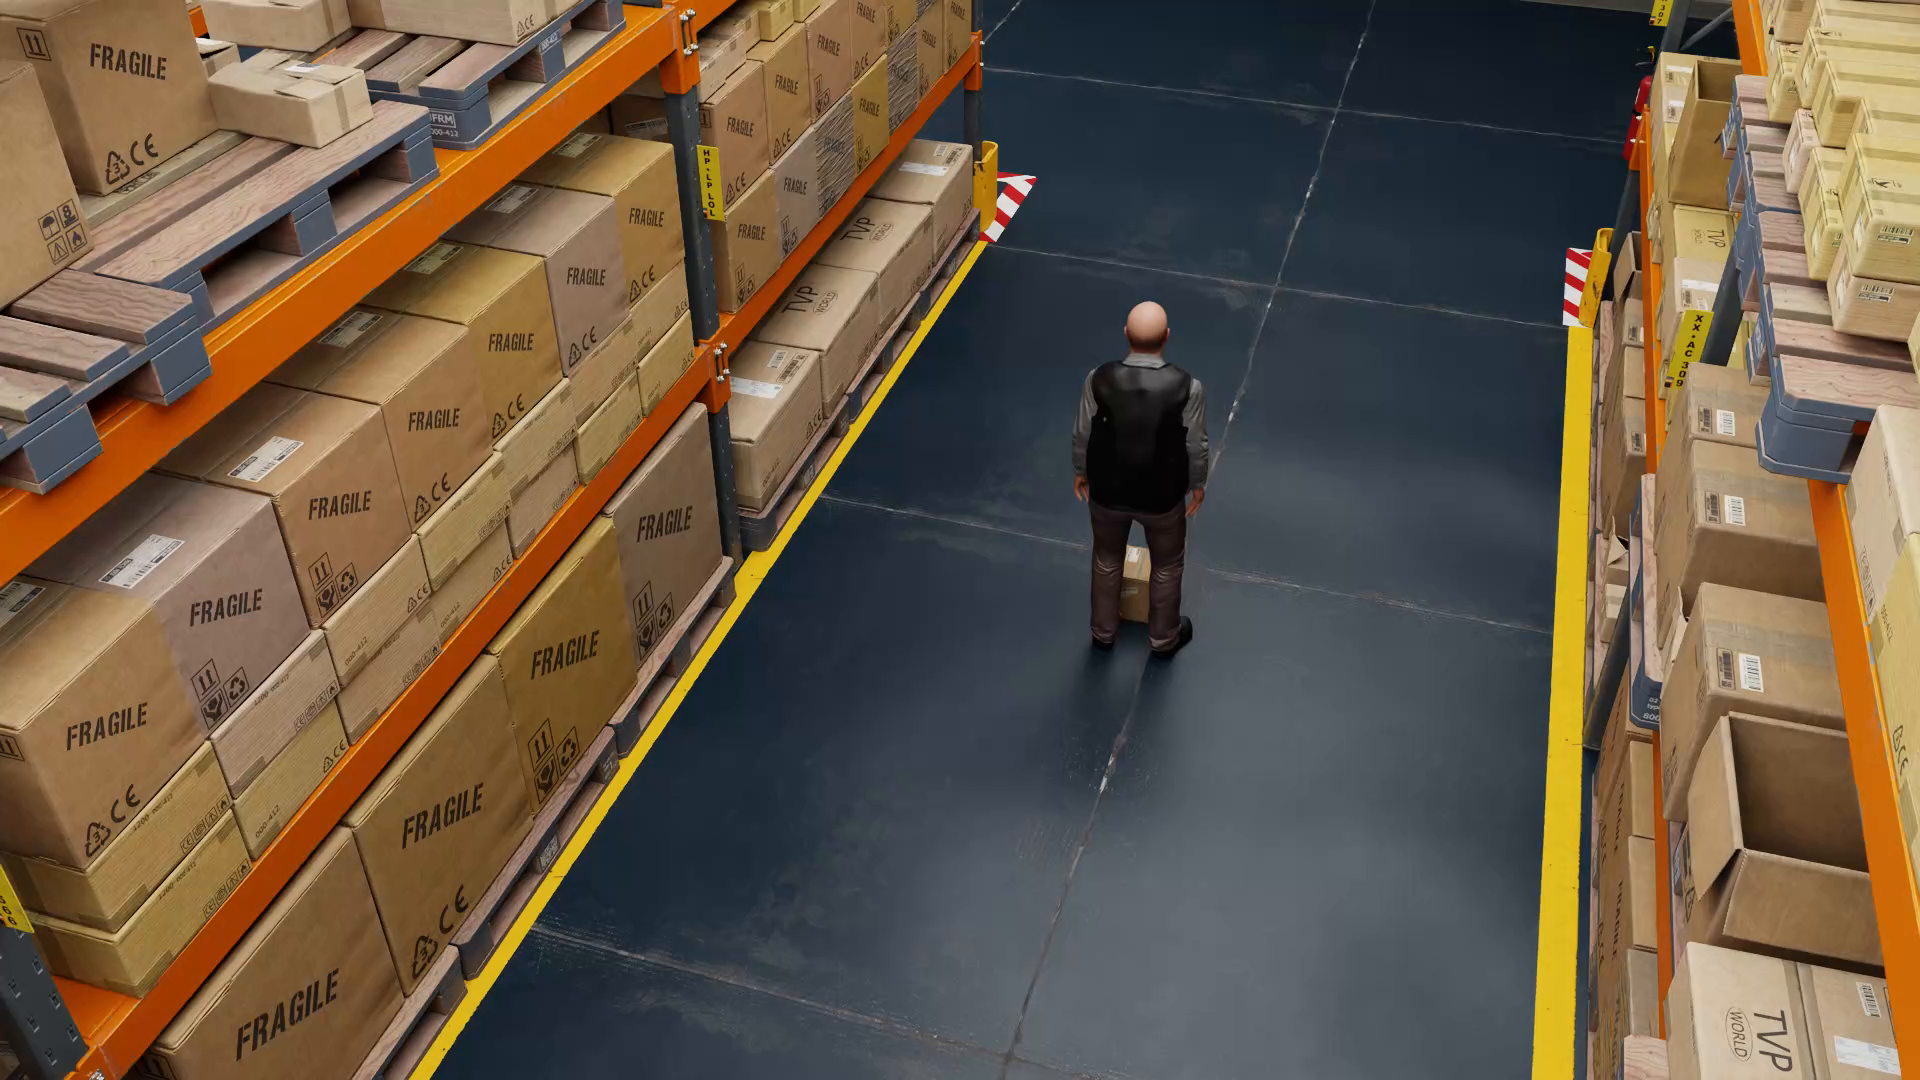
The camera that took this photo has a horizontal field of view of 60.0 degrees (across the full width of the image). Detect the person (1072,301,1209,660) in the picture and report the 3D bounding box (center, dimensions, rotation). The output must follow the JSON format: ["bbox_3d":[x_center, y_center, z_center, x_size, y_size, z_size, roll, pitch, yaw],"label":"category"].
[{"bbox_3d":[0.775,-0.233,7.223,0.594,1.720,0.369,9,38,12],"label":"person"}]
